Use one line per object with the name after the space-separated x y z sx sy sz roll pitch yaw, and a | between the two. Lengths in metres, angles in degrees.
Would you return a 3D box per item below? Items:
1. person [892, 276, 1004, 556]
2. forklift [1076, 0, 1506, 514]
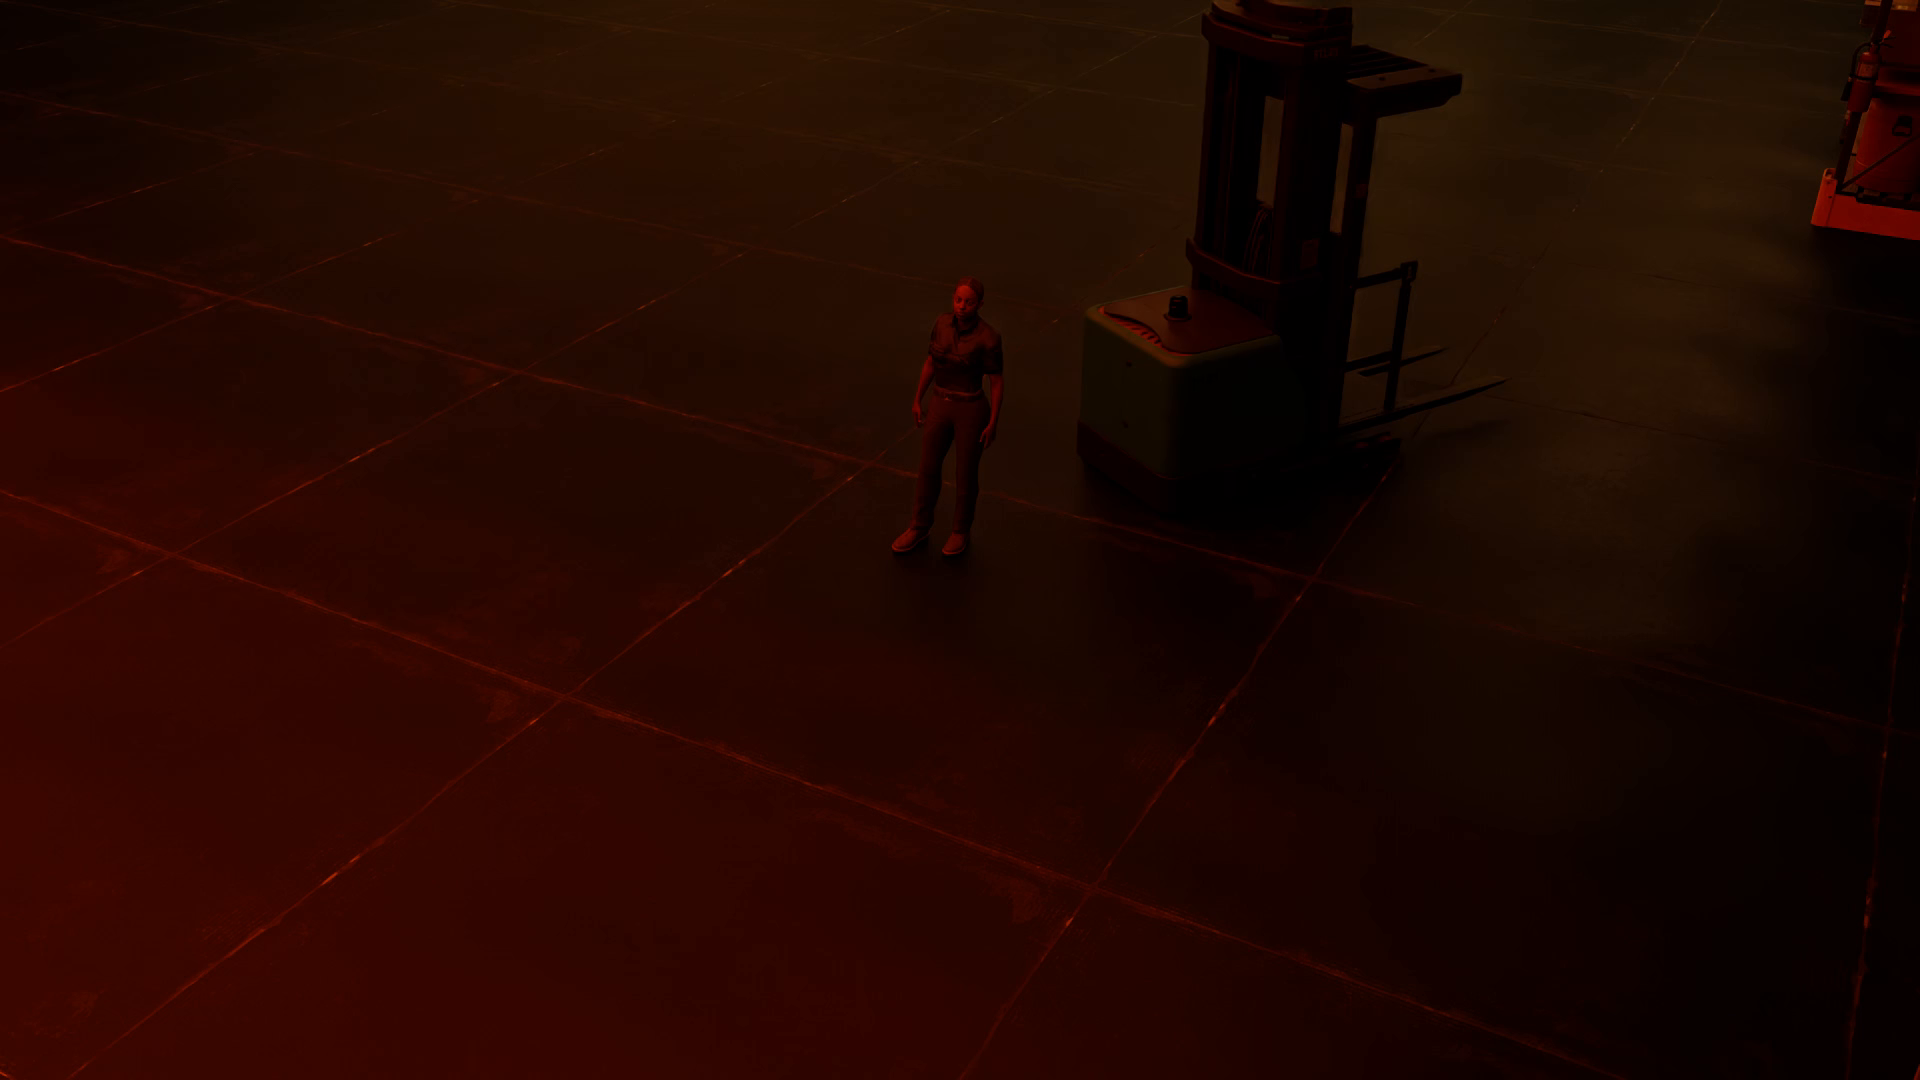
-0.059 -0.689 9.527 0.570 1.656 0.503 15 33 25 | person
2.296 -1.954 10.456 3.031 2.935 1.130 -16 34 -26 | forklift
